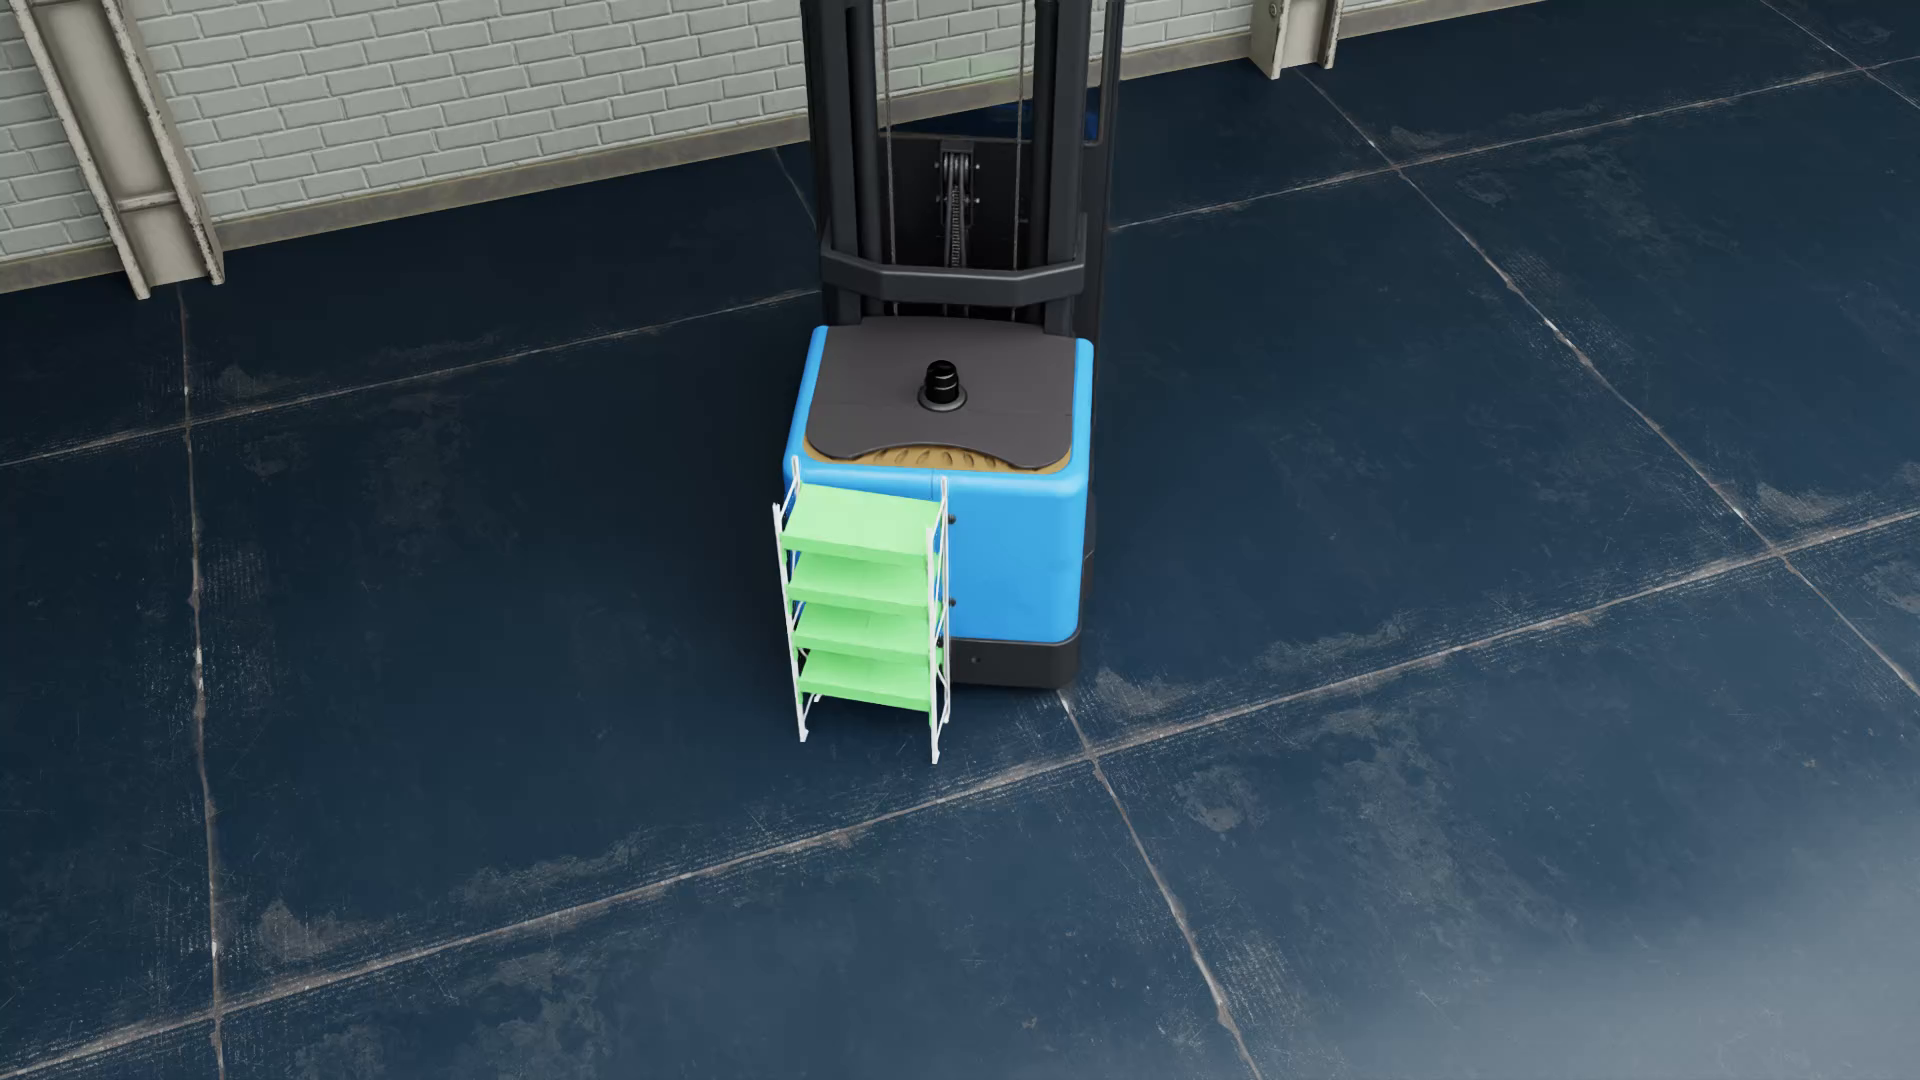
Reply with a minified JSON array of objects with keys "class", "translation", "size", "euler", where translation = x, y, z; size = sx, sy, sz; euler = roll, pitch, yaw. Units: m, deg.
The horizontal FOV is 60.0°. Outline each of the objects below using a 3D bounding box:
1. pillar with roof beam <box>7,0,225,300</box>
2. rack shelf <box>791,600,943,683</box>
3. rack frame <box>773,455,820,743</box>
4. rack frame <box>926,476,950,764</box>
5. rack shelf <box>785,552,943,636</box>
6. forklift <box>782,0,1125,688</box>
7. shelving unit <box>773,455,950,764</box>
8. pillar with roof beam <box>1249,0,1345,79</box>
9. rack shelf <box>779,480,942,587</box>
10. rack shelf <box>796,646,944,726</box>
[{"class":"pillar with roof beam","translation":[-2.305,-1.597,1.989],"size":[0.400,9.000,9.100],"euler":[-14,47,-14]},{"class":"rack shelf","translation":[-0.309,0.310,5.681],"size":[0.480,0.148,0.258],"euler":[8,47,8]},{"class":"rack frame","translation":[-0.548,0.231,5.670],"size":[0.015,1.200,0.240],"euler":[8,47,8]},{"class":"rack frame","translation":[-0.070,0.300,5.600],"size":[0.015,1.200,0.240],"euler":[8,47,8]},{"class":"rack shelf","translation":[-0.310,0.143,5.508],"size":[0.480,0.148,0.258],"euler":[8,47,8]},{"class":"forklift","translation":[0.029,-1.531,6.207],"size":[1.130,2.935,3.031],"euler":[3,45,3]},{"class":"shelving unit","translation":[-0.309,0.266,5.635],"size":[0.503,1.200,0.258],"euler":[8,47,8]},{"class":"pillar with roof beam","translation":[3.338,-3.040,3.427],"size":[0.400,9.000,9.100],"euler":[-14,47,-14]},{"class":"rack shelf","translation":[-0.311,-0.024,5.336],"size":[0.480,0.148,0.258],"euler":[8,47,8]},{"class":"rack shelf","translation":[-0.308,0.477,5.853],"size":[0.480,0.148,0.258],"euler":[8,47,8]}]
